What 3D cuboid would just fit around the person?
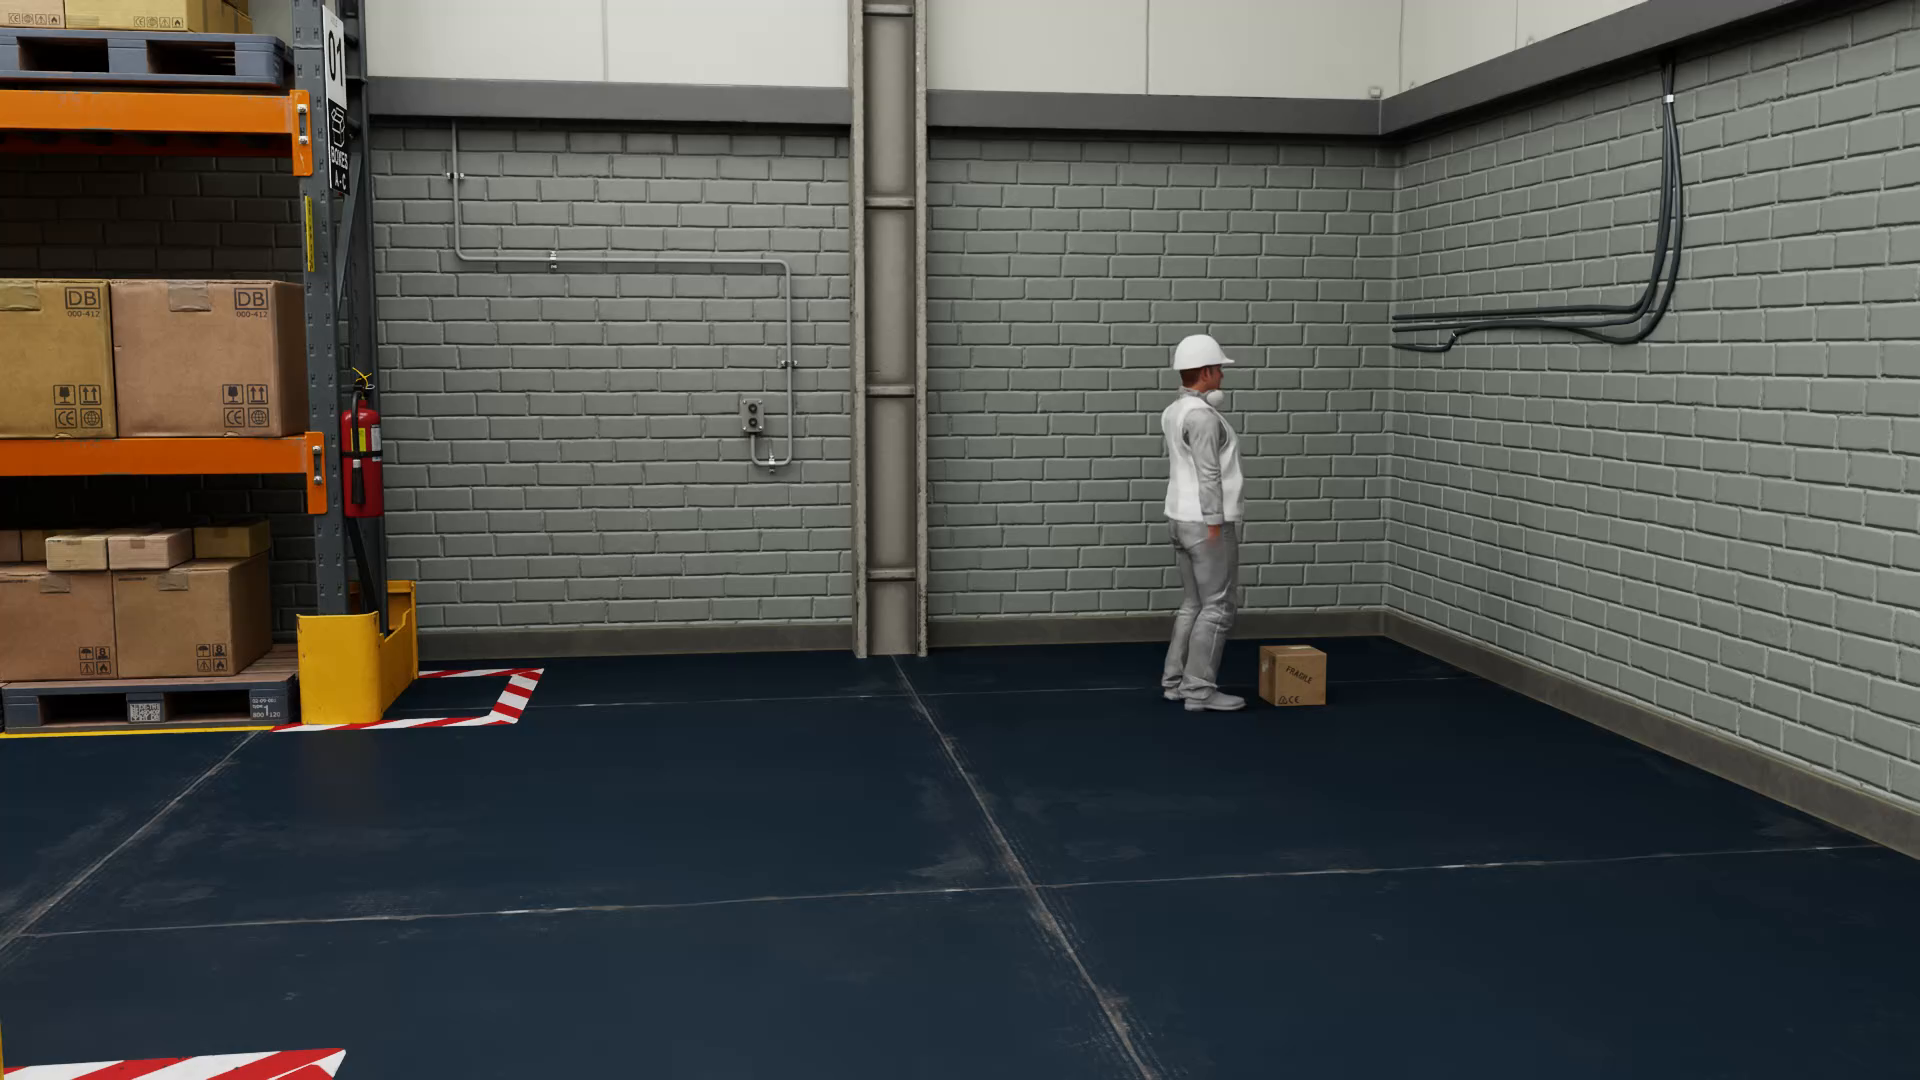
[{"bbox_3d":[1.158,-0.076,7.924,0.361,1.788,0.532,-1,6,-7],"label":"person"}]
